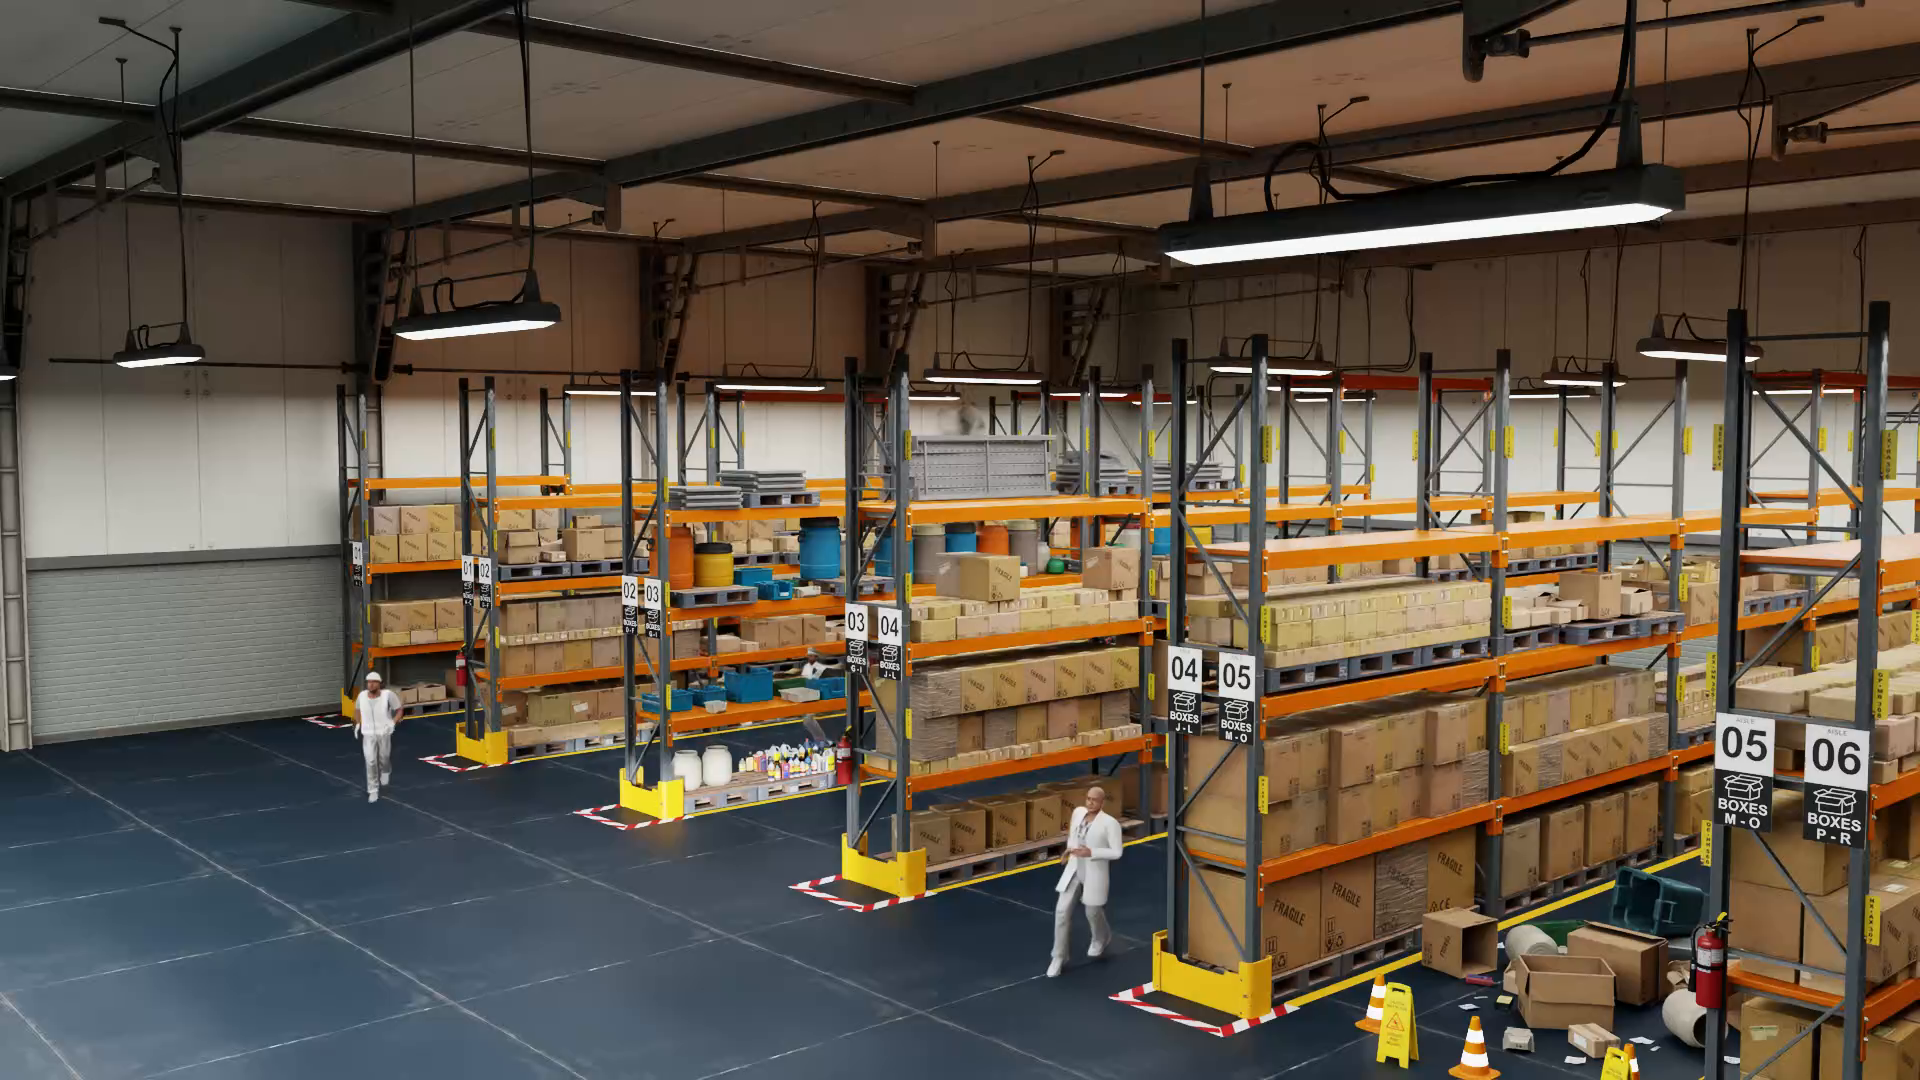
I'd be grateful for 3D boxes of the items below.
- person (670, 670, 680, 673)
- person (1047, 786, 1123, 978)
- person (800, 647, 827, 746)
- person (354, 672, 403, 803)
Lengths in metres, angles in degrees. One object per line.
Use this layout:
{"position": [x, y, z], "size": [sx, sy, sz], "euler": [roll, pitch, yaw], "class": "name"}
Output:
{"position": [-5.297, 2.312, 30.657], "size": [0.638, 1.673, 0.576], "euler": [3, 5, 43], "class": "person"}
{"position": [1.273, 3.248, 15.941], "size": [0.706, 1.815, 0.933], "euler": [2, 4, 33], "class": "person"}
{"position": [-2.414, 2.559, 26.913], "size": [0.554, 1.665, 0.611], "euler": [3, 5, 41], "class": "person"}
{"position": [-8.206, 2.742, 23.483], "size": [0.682, 1.800, 0.833], "euler": [-1, 4, -9], "class": "person"}
